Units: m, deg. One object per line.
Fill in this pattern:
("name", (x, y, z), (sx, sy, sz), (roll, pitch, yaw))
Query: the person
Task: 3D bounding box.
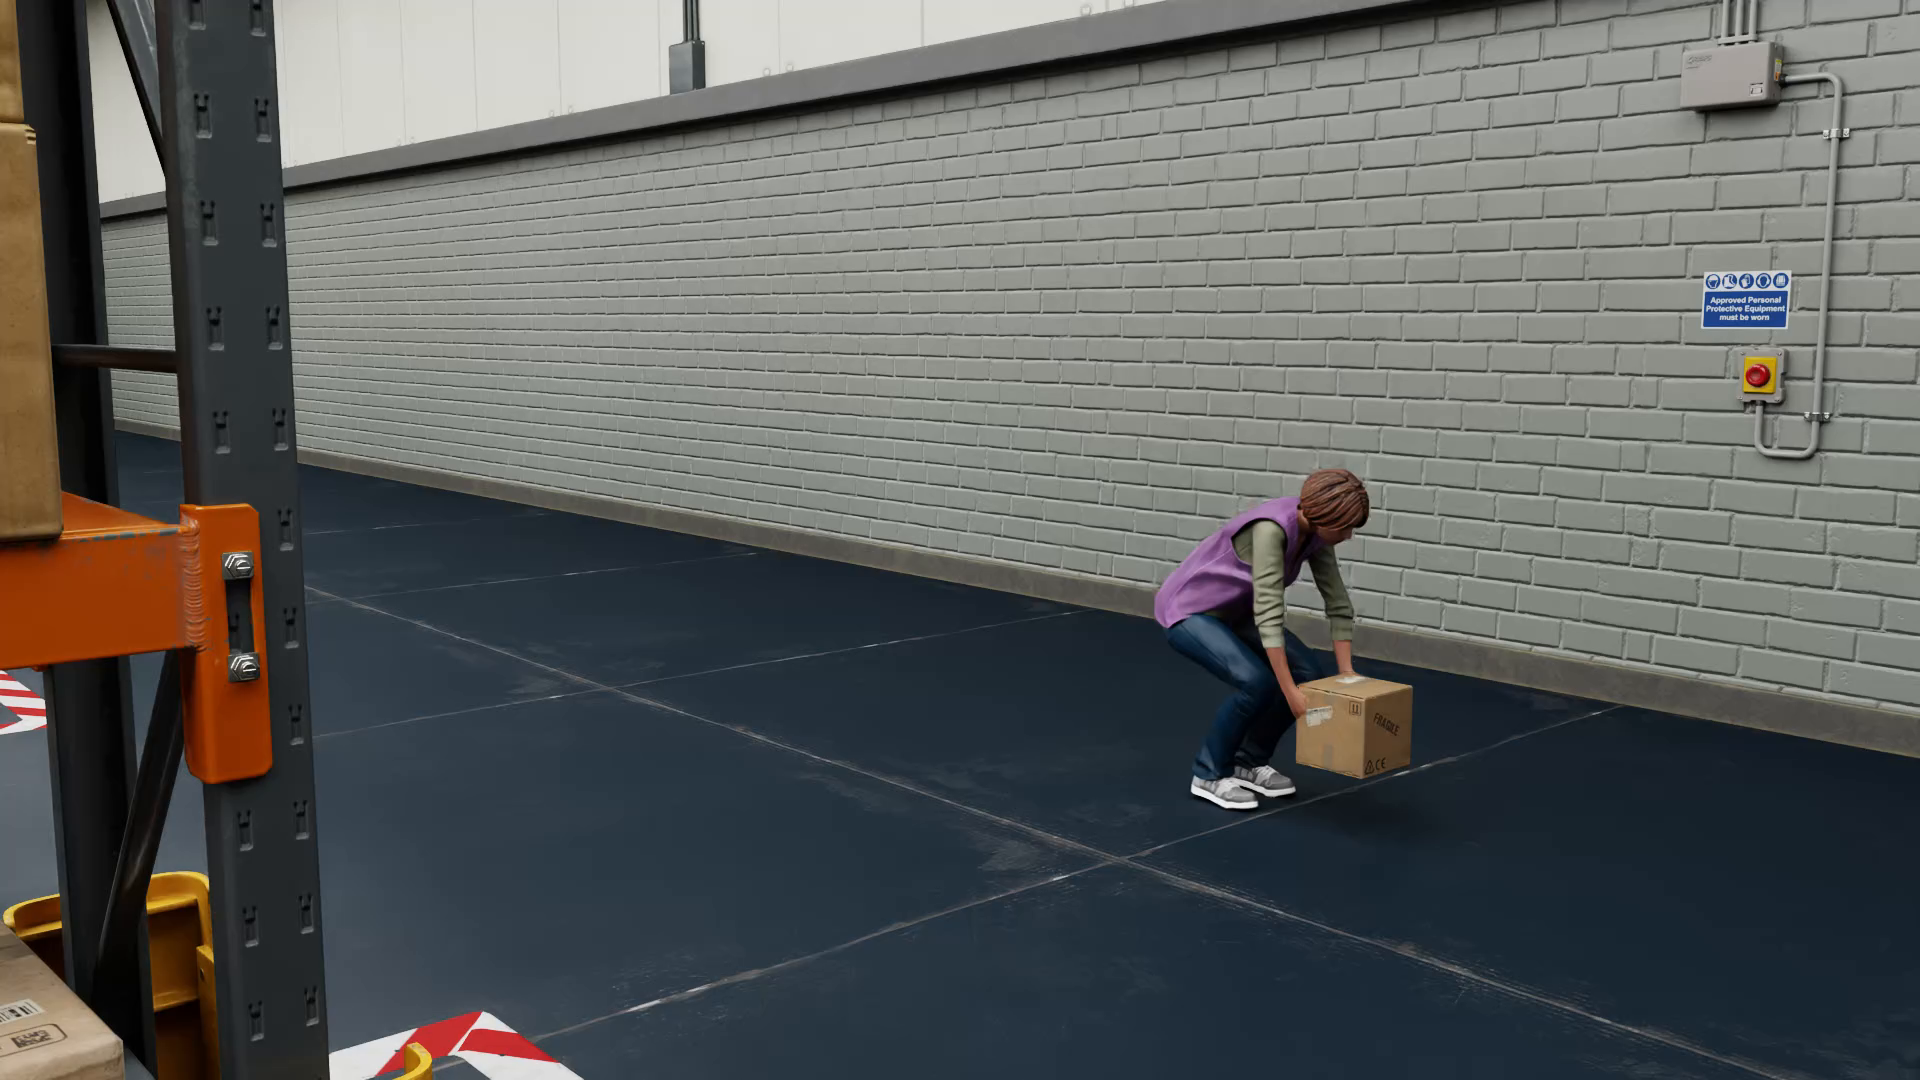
("person", (0.988, 0.311, 5.411), (0.461, 1.097, 0.736), (-7, 10, -41))
